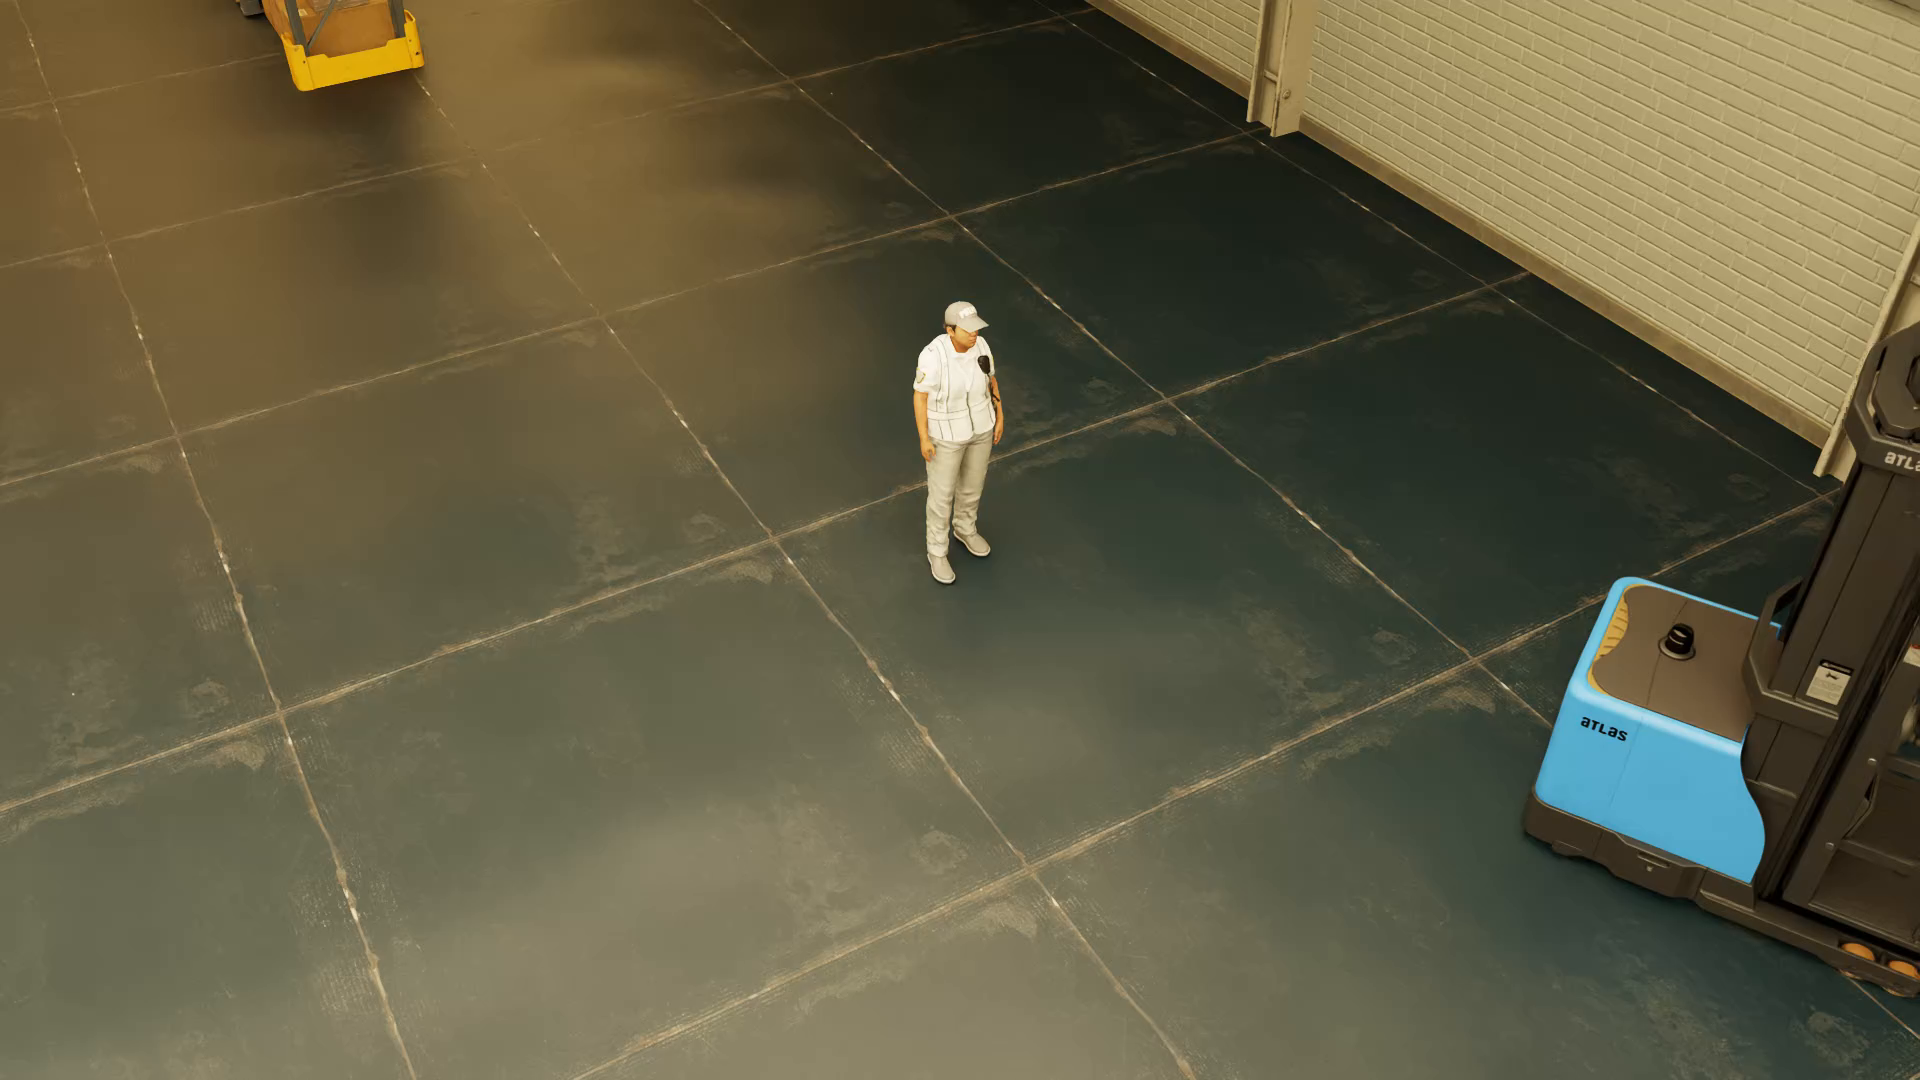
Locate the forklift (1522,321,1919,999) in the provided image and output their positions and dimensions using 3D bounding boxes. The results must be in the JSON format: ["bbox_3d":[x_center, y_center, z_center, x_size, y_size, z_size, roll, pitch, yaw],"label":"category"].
[{"bbox_3d":[4.394,0.609,7.302,3.031,2.935,1.130,21,44,23],"label":"forklift"}]

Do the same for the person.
[{"bbox_3d":[0.019,-0.598,9.735,0.598,1.670,0.529,-20,44,-23],"label":"person"}]
